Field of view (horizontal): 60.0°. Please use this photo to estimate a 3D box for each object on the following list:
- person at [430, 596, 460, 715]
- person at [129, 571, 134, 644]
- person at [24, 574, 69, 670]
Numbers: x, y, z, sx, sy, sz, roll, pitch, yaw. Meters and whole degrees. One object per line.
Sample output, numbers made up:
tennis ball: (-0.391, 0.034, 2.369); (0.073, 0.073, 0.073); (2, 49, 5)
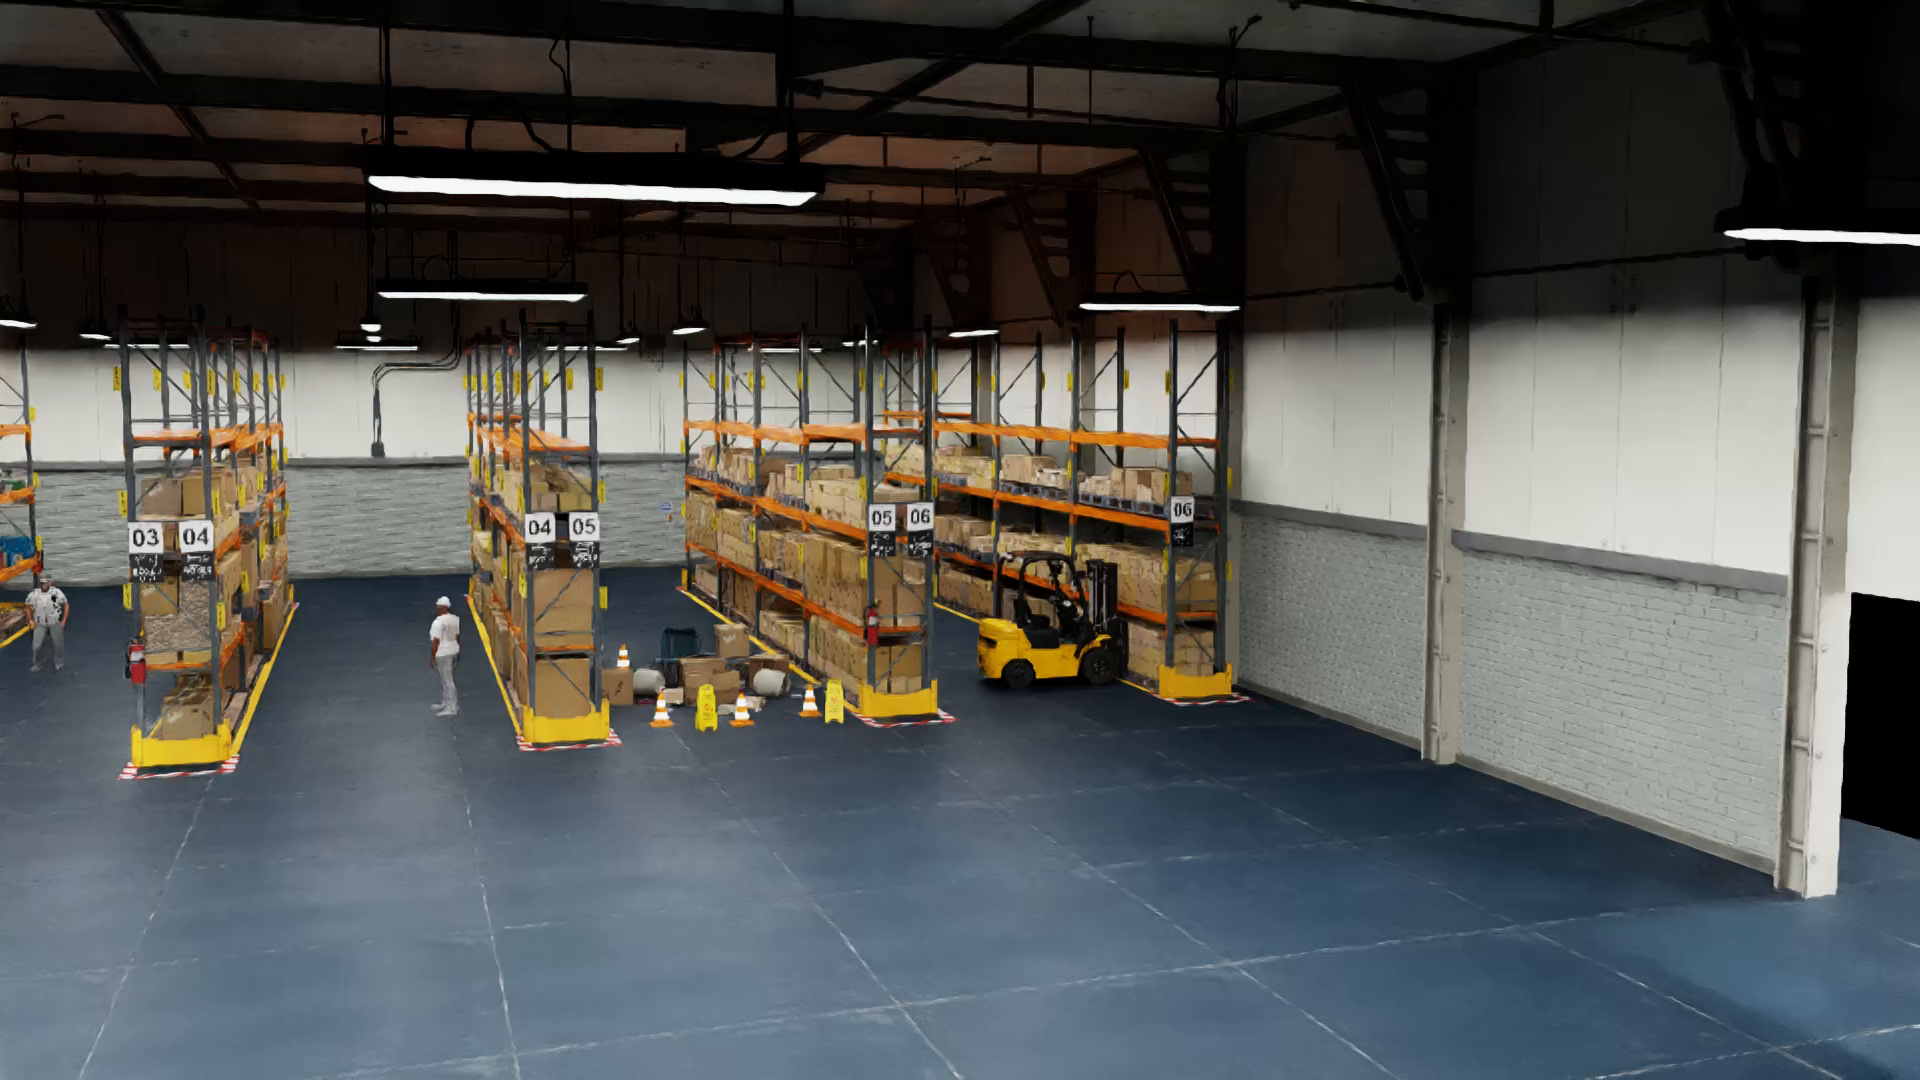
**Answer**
person: (-7.805, 1.728, 25.133); (0.573, 1.764, 0.669); (1, 6, 11)
person: (-15.669, 1.162, 31.949); (0.588, 1.594, 1.193); (-2, 6, -21)
person: (-15.833, 1.422, 28.847); (0.682, 1.711, 0.542); (-2, 6, -21)
